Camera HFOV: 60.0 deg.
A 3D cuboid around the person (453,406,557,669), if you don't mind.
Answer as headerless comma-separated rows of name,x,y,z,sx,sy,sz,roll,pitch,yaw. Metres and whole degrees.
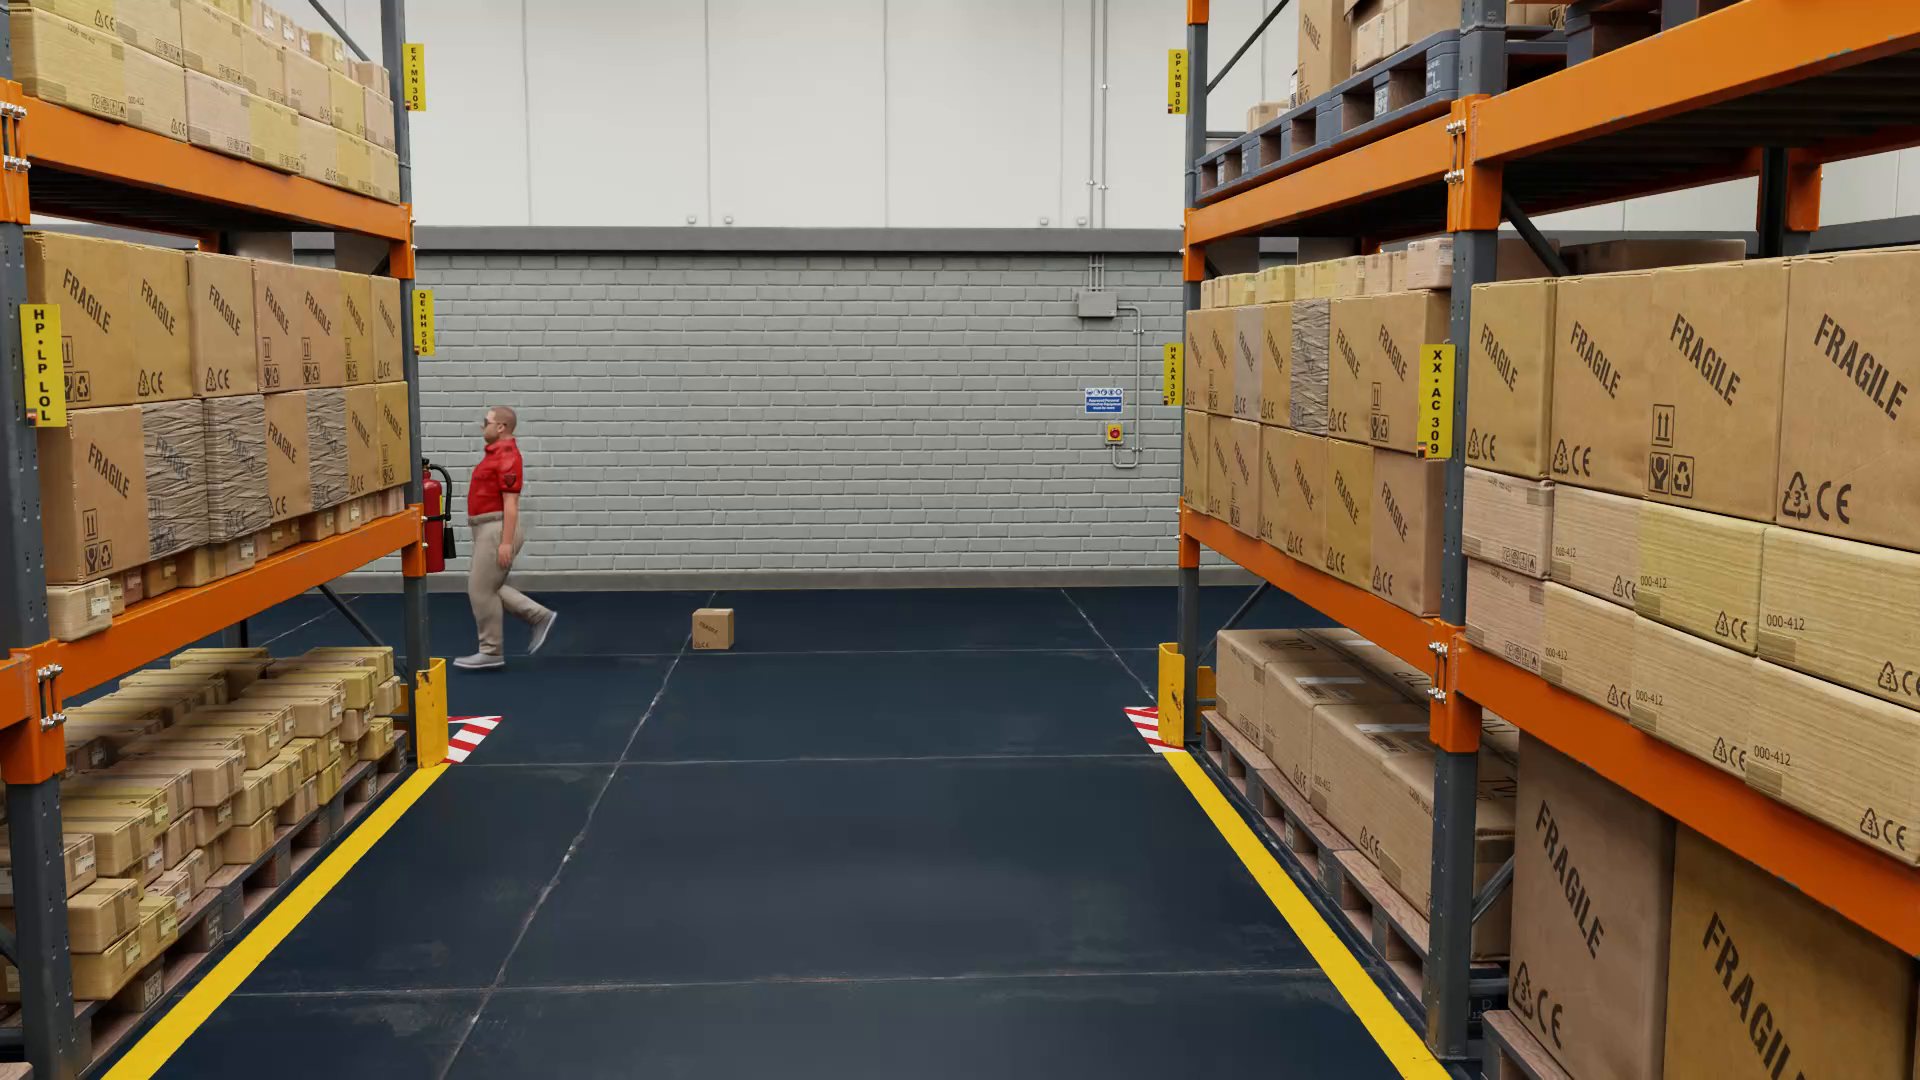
person,-2.993,-0.026,10.896,0.694,1.696,0.539,-3,7,-21
